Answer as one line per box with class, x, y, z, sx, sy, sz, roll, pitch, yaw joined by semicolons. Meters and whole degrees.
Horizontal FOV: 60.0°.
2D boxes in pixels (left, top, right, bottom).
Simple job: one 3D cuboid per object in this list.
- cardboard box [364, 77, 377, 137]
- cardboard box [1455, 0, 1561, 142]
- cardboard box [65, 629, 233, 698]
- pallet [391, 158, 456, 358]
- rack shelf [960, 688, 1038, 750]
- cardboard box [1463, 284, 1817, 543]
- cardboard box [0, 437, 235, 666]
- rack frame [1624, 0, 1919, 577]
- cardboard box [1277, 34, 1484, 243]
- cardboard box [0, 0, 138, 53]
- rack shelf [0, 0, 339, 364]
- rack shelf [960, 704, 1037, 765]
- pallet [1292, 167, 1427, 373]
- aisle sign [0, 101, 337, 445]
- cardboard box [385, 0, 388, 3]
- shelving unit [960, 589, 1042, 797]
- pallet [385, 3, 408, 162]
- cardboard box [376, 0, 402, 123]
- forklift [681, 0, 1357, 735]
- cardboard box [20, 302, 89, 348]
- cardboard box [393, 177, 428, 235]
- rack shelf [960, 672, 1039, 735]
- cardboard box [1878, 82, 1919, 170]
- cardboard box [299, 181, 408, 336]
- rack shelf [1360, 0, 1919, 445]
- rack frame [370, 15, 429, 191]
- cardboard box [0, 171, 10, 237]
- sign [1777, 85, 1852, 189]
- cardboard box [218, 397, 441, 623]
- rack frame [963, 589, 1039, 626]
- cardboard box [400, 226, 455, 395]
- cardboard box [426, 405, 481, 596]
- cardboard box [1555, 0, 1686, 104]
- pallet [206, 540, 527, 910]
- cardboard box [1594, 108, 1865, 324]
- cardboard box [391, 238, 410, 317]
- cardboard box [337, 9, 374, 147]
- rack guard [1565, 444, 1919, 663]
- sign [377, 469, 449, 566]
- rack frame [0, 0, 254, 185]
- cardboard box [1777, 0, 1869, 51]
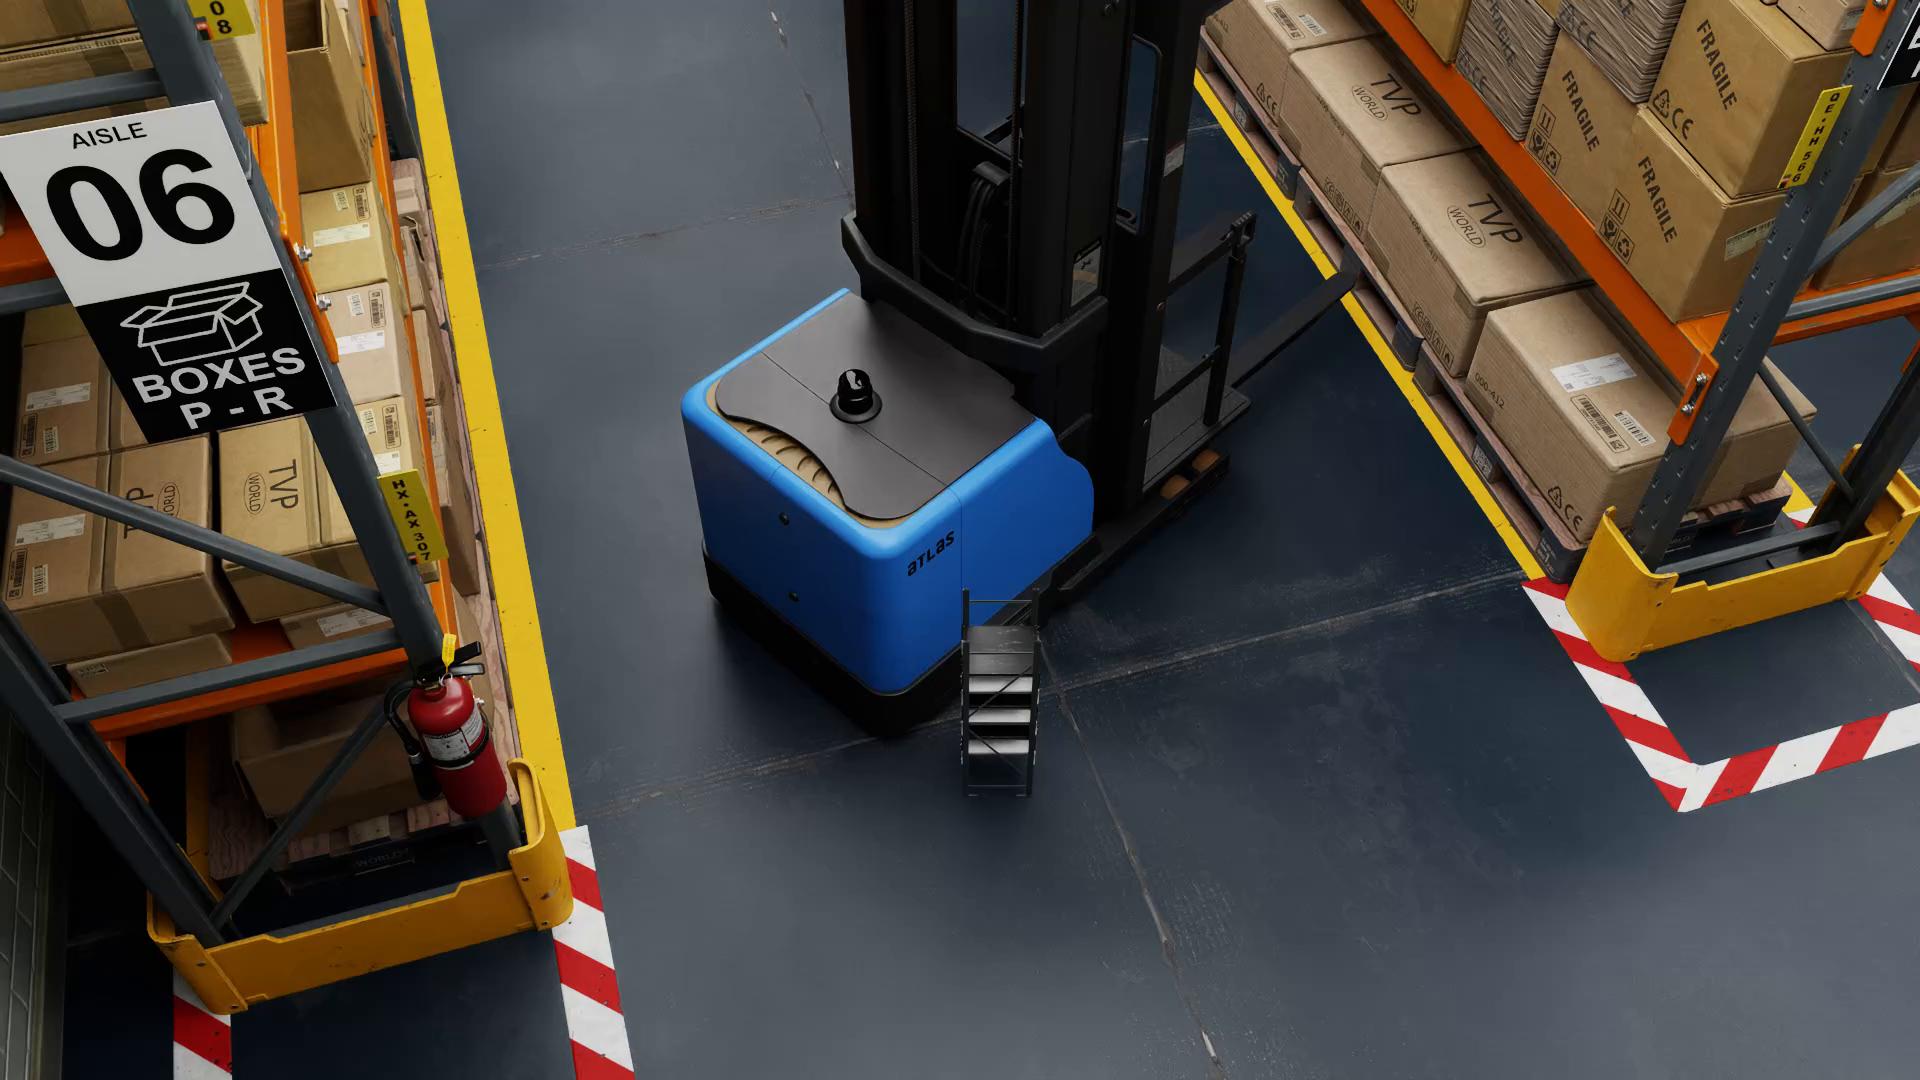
cardboard box;-2.348;-1.567;6.063;0.380;0.149;0.250;-14;51;-12
cardboard box;2.198;-1.843;6.066;0.500;0.500;0.500;-12;51;-10
cardboard box;-2.206;0.250;4.531;0.380;0.149;0.250;-14;51;-11
pallet;-2.833;-1.170;7.388;1.003;0.211;1.213;-13;51;-11
rack shelf;0.129;0.603;5.604;0.258;0.077;0.200;0;50;0
cardboard box;2.598;-0.543;6.437;0.875;0.438;0.875;-15;51;-12
cardboard box;-2.242;0.027;4.459;0.500;0.250;0.500;-12;51;-10
rack frame;2.889;-0.775;5.231;1.000;3.000;0.127;-13;51;-11
cardboard box;2.054;-1.869;7.555;0.875;0.438;0.875;-15;51;-12
cardboard box;-1.743;-1.206;3.209;0.500;0.250;0.500;-14;51;-11
rack shelf;-2.443;-1.845;4.642;1.077;0.370;4.000;-13;51;-11
rack shelf;0.129;0.661;5.673;0.258;0.077;0.200;0;50;0
pallet;2.220;-1.331;7.524;1.003;0.211;1.213;-13;51;-11
aisle sign;-1.551;-0.504;3.302;0.394;0.787;0.004;-13;51;-11
cardboard box;-3.273;-3.057;8.515;0.500;0.500;0.500;-15;51;-12
shelving unit;0.129;0.523;5.510;0.258;0.900;0.210;0;50;0
pallet;-3.312;-2.258;8.305;1.003;0.211;1.213;-13;51;-11
cardboard box;-2.963;-2.305;7.881;0.500;0.500;0.500;-11;51;-9
forklift;0.434;-1.288;5.708;1.130;2.935;3.031;36;59;27
cardboard box;-2.535;-0.713;5.082;0.500;0.250;0.500;-12;51;-10
cardboard box;-2.590;-1.447;7.388;0.380;0.149;0.250;-15;51;-12
rack shelf;0.129;0.545;5.536;0.258;0.077;0.200;0;50;0
cardboard box;3.019;-1.544;5.160;0.500;0.500;0.500;-14;51;-12
cardboard box;-2.031;-0.827;5.178;0.500;0.250;0.500;-14;51;-12
rack shelf;2.297;-2.003;6.737;1.077;0.370;4.000;-13;51;-11
rack frame;-3.035;-2.571;6.745;1.000;3.000;0.127;-13;51;-11
cardboard box;-2.168;-0.717;3.384;0.380;0.149;0.250;-12;51;-10
sign;2.366;-1.112;4.603;0.100;0.325;0.005;-13;51;-11
cardboard box;-1.729;-0.089;4.557;0.500;0.250;0.500;-13;51;-11
rack frame;0.129;0.445;5.576;0.240;0.900;0.006;0;50;0
cardboard box;-2.465;-0.839;6.645;0.700;0.500;0.500;-15;52;-12
cardboard box;-2.158;-0.080;6.006;0.700;0.500;0.500;-11;51;-9
cardboard box;2.336;-1.802;5.378;0.500;0.500;0.500;-13;51;-11
pallet;-2.111;0.612;5.886;1.003;0.211;1.213;-13;51;-11
cardboard box;2.493;-1.099;5.439;0.500;0.500;0.500;-13;51;-11
cardboard box;-2.021;-0.823;5.436;0.380;0.149;0.250;-15;51;-12
cardboard box;-2.354;-1.572;5.807;0.500;0.250;0.500;-14;51;-11
rack guard;2.896;0.049;6.172;1.175;0.500;0.348;-13;51;-11
sign;-1.334;-0.051;4.055;0.100;0.325;0.005;-13;51;-11
rack frame;-1.852;-1.583;1.989;1.000;3.000;0.127;-13;51;-11
cardboard box;2.591;-1.555;4.745;0.380;0.149;0.250;-13;51;-10
